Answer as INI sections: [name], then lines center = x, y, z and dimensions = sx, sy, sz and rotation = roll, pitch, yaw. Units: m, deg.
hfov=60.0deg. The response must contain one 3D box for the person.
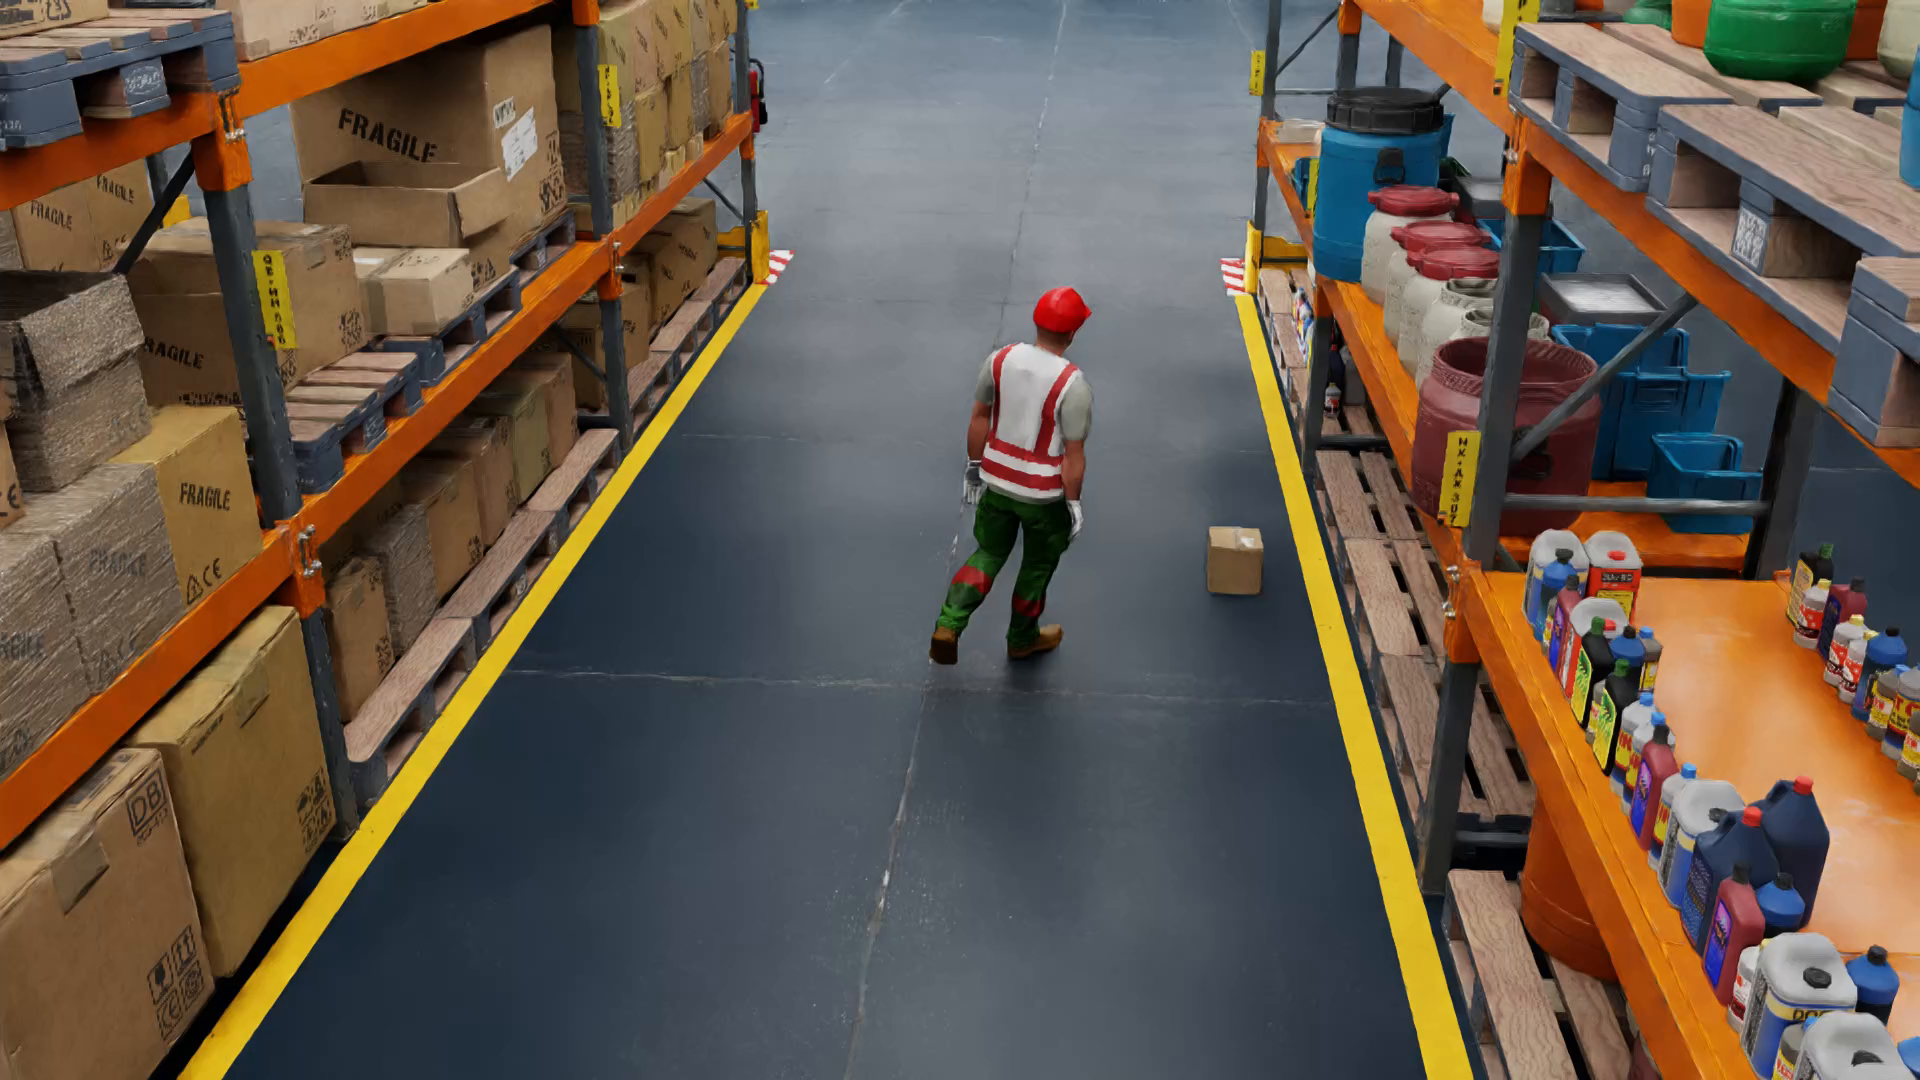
[person]
center = 0.255, -0.206, 7.044
dimensions = 0.602, 1.764, 0.793
rotation = 18, 30, 34
